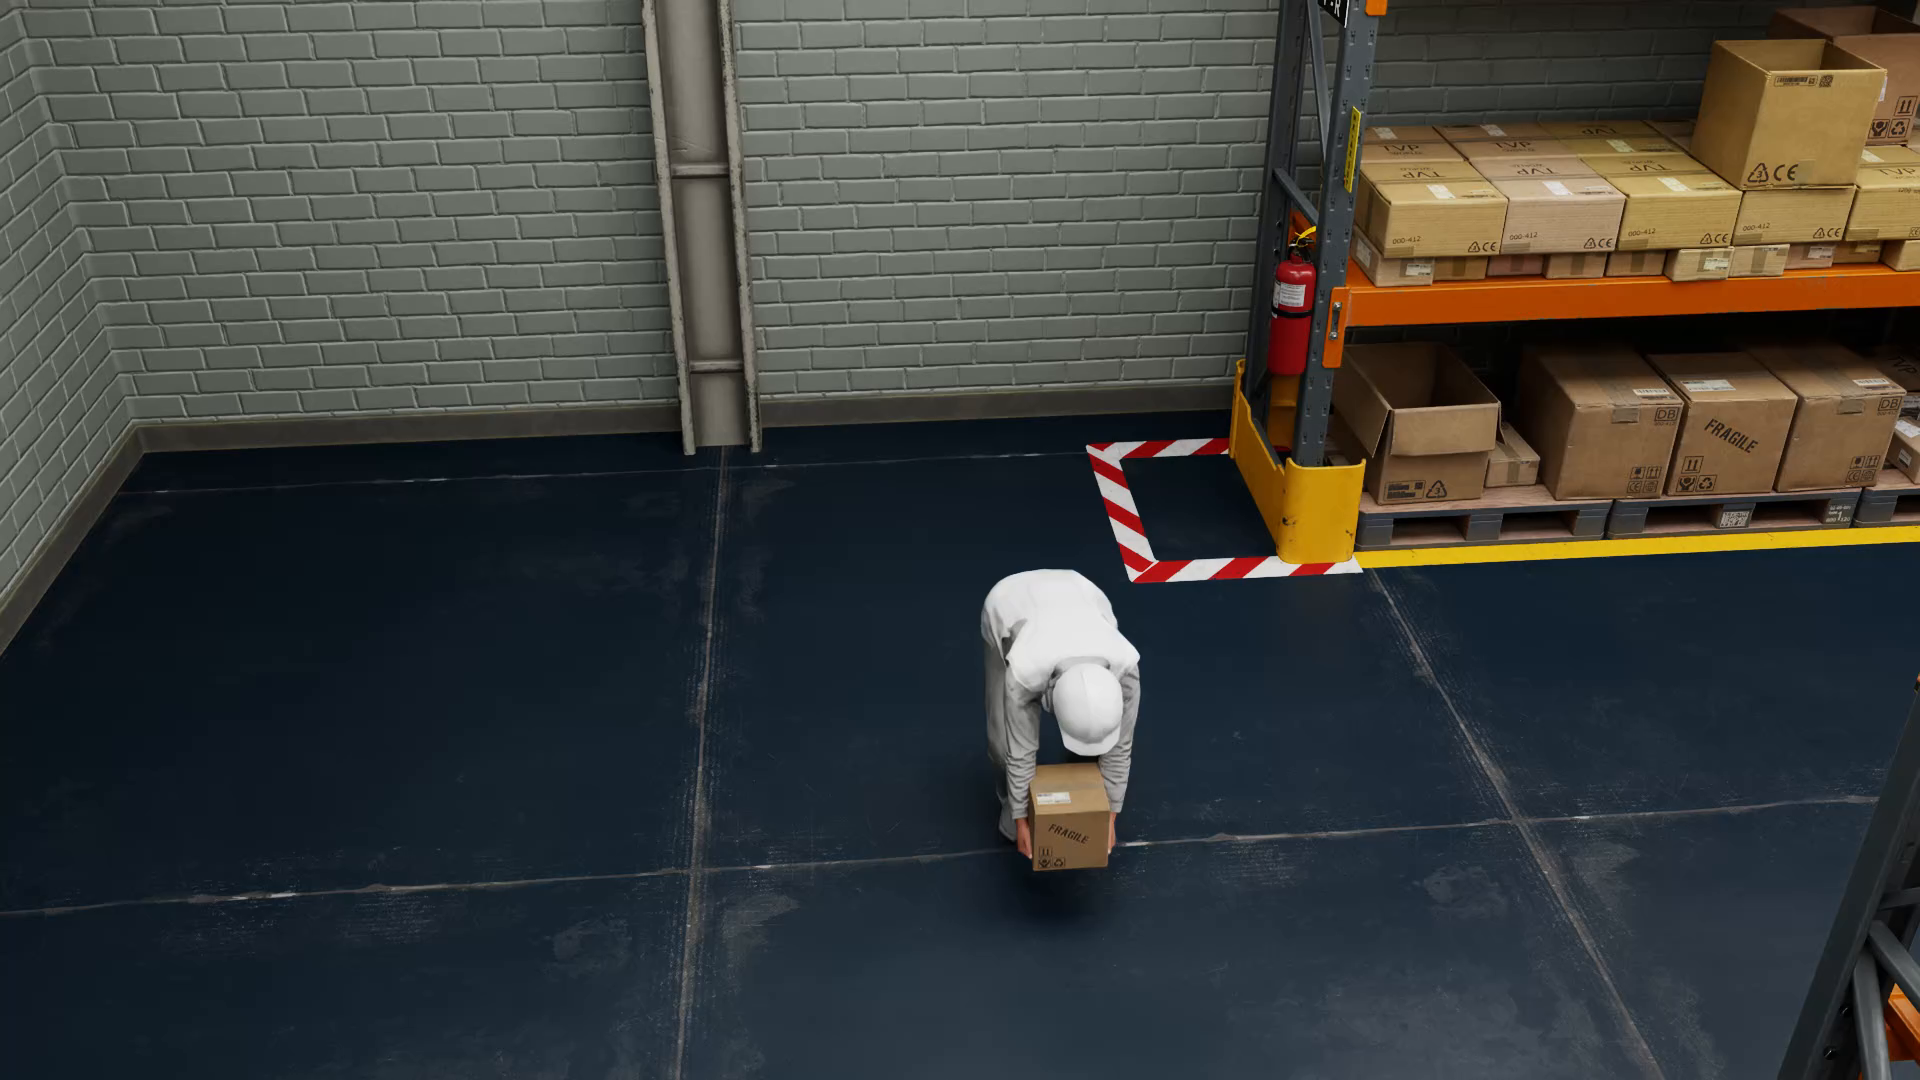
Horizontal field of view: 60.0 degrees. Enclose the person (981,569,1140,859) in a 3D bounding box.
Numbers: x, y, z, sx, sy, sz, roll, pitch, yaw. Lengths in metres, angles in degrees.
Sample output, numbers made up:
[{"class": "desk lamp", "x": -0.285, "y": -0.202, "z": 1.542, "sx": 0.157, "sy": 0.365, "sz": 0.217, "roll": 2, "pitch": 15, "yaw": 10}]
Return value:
[{"class": "person", "x": 0.353, "y": 0.656, "z": 5.753, "sx": 0.508, "sy": 1.012, "sz": 0.997, "roll": -4, "pitch": 31, "yaw": -7}]
